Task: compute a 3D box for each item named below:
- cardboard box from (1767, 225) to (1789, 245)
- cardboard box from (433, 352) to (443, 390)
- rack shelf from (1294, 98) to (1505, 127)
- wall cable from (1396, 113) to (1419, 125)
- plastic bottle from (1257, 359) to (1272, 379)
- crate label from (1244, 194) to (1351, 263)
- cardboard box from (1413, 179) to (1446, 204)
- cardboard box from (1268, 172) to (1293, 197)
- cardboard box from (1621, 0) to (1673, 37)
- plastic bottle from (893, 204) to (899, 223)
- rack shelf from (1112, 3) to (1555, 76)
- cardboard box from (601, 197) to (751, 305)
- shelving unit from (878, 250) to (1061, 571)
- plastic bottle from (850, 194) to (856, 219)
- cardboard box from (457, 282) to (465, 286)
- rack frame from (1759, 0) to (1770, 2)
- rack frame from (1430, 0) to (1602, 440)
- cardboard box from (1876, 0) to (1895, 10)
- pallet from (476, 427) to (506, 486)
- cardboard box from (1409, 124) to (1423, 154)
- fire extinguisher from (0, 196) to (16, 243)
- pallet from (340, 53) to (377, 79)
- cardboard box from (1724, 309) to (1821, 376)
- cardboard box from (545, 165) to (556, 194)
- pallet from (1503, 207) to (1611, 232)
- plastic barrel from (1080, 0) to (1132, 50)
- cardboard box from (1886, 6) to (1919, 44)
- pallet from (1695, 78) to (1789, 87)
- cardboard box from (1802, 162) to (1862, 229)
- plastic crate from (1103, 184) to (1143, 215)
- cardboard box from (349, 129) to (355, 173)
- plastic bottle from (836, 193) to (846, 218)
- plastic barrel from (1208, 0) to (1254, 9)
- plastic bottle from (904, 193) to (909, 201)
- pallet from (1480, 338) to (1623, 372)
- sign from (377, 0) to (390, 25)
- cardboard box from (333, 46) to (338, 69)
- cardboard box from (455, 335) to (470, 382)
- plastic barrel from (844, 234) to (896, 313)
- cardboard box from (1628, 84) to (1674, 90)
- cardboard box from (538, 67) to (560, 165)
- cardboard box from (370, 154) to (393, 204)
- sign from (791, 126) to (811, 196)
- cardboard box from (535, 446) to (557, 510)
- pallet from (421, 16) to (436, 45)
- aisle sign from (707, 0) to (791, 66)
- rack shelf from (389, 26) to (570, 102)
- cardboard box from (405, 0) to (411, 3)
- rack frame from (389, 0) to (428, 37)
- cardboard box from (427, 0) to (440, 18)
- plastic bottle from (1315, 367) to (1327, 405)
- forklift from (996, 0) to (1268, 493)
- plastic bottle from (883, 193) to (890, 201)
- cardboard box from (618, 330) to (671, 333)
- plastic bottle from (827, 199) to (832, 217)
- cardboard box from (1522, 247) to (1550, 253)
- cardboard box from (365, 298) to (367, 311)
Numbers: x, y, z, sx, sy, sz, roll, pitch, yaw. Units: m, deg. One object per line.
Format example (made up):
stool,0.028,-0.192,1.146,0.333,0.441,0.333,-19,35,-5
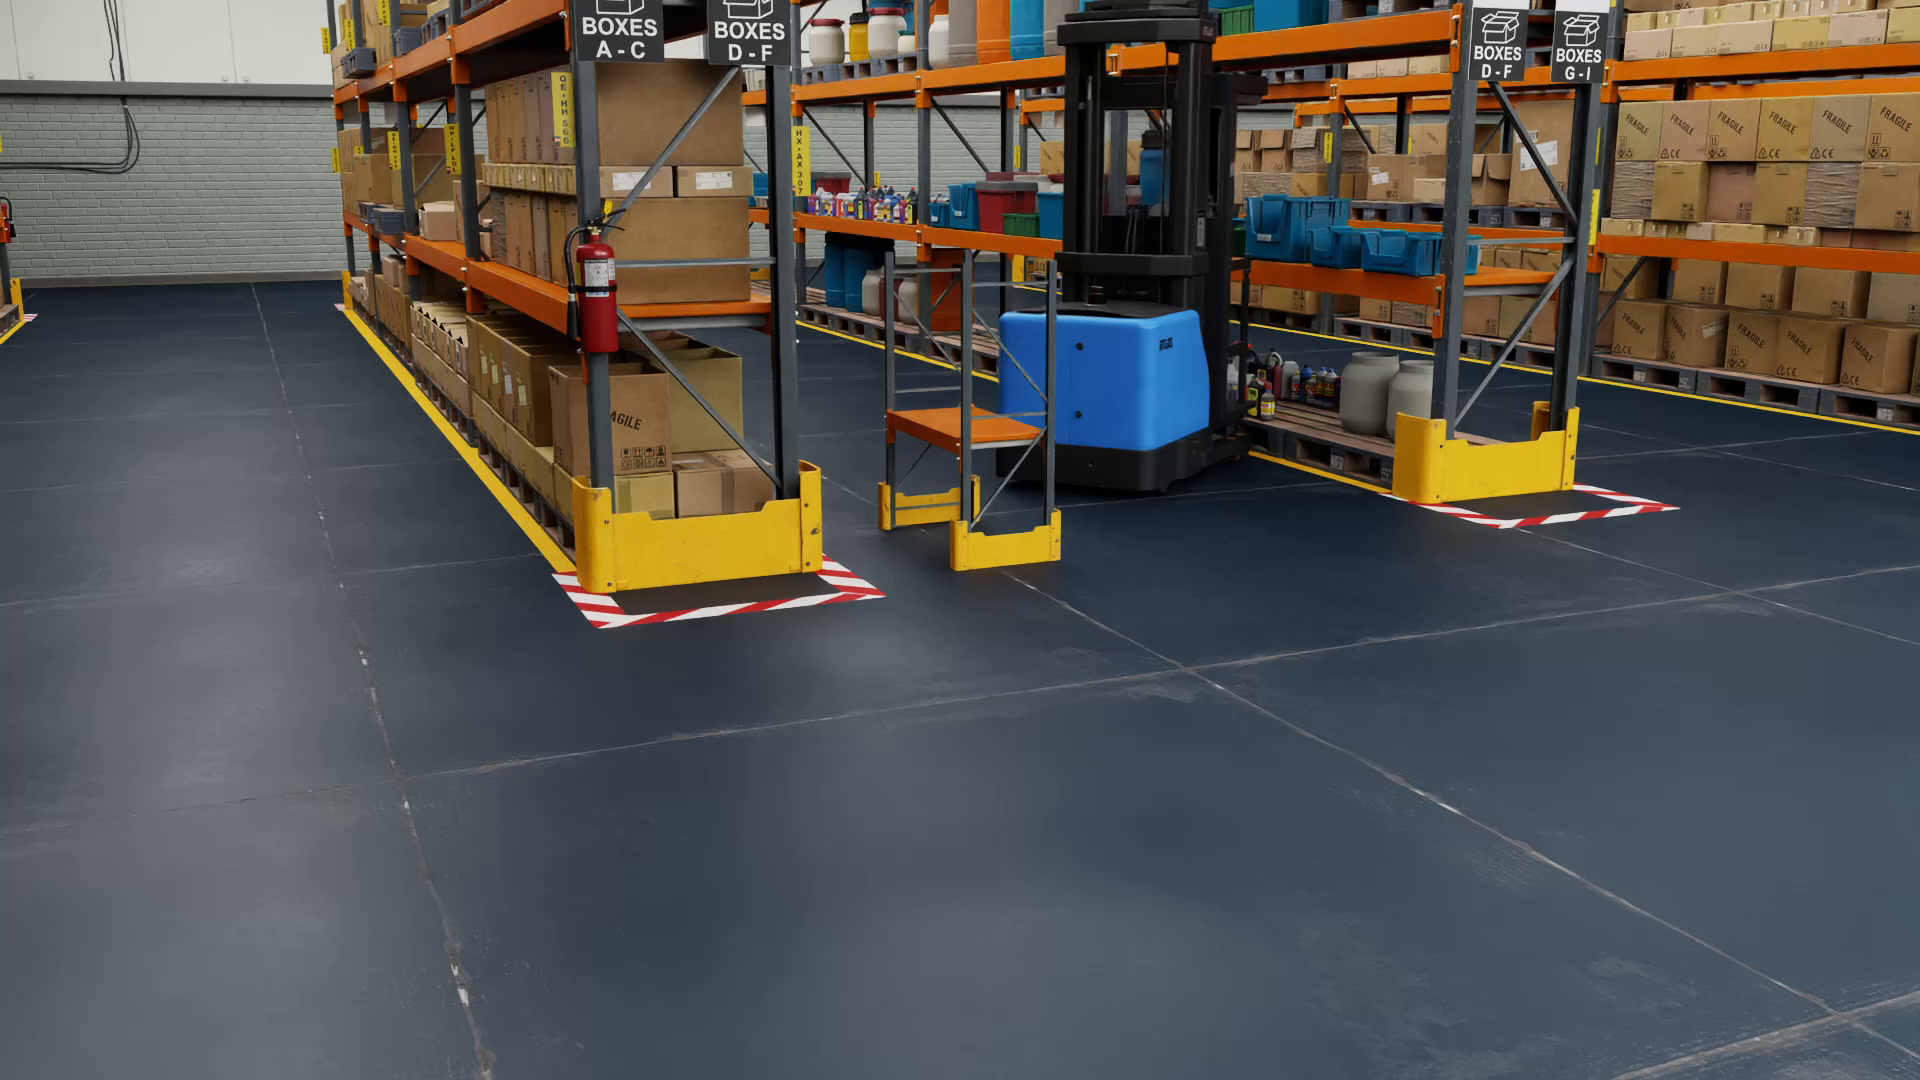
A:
cardboard box,6.766,-2.470,13.445,0.380,0.149,0.250,-6,14,-23
cardboard box,-3.918,-1.366,13.285,0.500,0.250,0.500,-5,14,-22
rack shelf,6.780,-6.624,25.780,1.077,0.370,4.000,-6,14,-23
wall cable,9.489,-8.182,35.318,0.588,1.984,0.122,-6,14,-23
plastic bottle,2.308,-1.235,12.604,0.061,0.283,0.133,-6,14,-23
crate label,2.280,-2.119,11.295,0.502,0.435,0.616,-6,14,-23
cardboard box,5.059,-3.611,17.219,0.500,0.250,0.500,-6,14,-25
cardboard box,3.980,-4.078,19.615,0.500,0.500,0.500,-6,14,-23
cardboard box,6.103,-4.842,15.326,0.797,0.503,0.637,-6,14,-26
plastic bottle,-0.653,-3.440,17.523,0.097,0.201,0.097,0,13,0
rack shelf,2.464,-3.270,11.290,1.077,0.370,4.000,-6,14,-23
cardboard box,-1.450,-1.446,8.242,0.700,0.500,0.500,-6,14,-23
shelving unit,0.031,-0.715,8.633,0.587,1.500,1.083,-6,14,-23
plastic bottle,-1.181,-3.747,18.691,0.097,0.271,0.097,0,13,0
cardboard box,-5.025,-2.388,17.102,0.500,0.500,0.500,-6,14,-25
rack frame,12.077,-8.490,25.597,1.000,3.000,0.127,-6,14,-23
rack frame,3.265,-1.746,9.761,1.000,3.000,0.127,-6,14,-23
cardboard box,7.092,-4.028,12.418,0.380,0.149,0.250,-5,14,-22
pallet,-2.597,-0.599,10.990,1.003,0.211,1.213,-6,14,-23
cardboard box,6.933,-5.959,24.868,0.500,0.500,0.500,-6,14,-25
fire extinguisher,-11.859,-4.010,20.543,0.296,0.674,0.183,-6,14,-23
pallet,-5.885,-5.007,17.617,1.213,0.211,1.003,-6,14,-23
cardboard box,6.882,-1.681,14.095,0.500,0.500,0.500,-7,15,-28
cardboard box,-2.016,-1.939,8.935,0.380,0.149,0.250,-5,14,-21
pallet,6.028,-3.097,16.026,1.003,0.211,1.213,-6,14,-23
plastic barrel,1.260,-4.363,13.306,0.600,0.901,0.708,-6,14,-23
cardboard box,7.175,-3.761,12.149,0.500,0.250,0.500,-6,14,-23
pallet,9.490,-5.514,19.810,1.213,0.211,1.003,-5,14,-20
cardboard box,7.137,-2.703,13.014,0.875,0.500,0.500,-6,14,-23
plastic crate,1.188,-2.676,13.638,0.402,0.464,0.583,-6,14,-23
cardboard box,-6.931,-4.605,19.676,0.500,0.500,0.500,-6,14,-23
plastic bottle,-1.335,-3.843,19.099,0.152,0.276,0.135,-6,14,-23
plastic barrel,1.963,-4.267,11.960,0.600,0.901,0.708,-6,14,-23
plastic bottle,-0.593,-3.857,19.158,0.152,0.276,0.135,-6,14,-23
pallet,5.888,-1.822,16.274,1.003,0.211,1.213,-6,14,-23
sign,-4.978,-4.617,14.366,0.100,0.325,0.005,-6,14,-23
cardboard box,-7.523,-6.003,20.727,0.500,0.250,0.500,-6,14,-23
cardboard box,-3.302,-1.322,11.851,0.500,0.311,0.500,-6,14,-23
plastic barrel,-1.056,-3.147,19.538,0.600,0.901,0.708,-6,14,-23
cardboard box,8.722,-5.878,20.742,0.500,0.500,0.500,-6,14,-23
cardboard box,-1.890,-2.301,9.060,0.700,0.500,0.500,-6,14,-23
cardboard box,-5.763,-3.777,17.386,0.700,0.500,0.500,-3,13,-14
sign,-0.764,-1.809,7.936,0.100,0.325,0.005,-6,14,-23
cardboard box,-1.972,-0.351,8.899,0.500,0.250,0.500,-6,14,-23
pallet,-3.675,-3.959,13.088,1.003,0.211,1.213,-5,14,-20
aisle sign,-0.968,-2.580,7.599,0.394,0.787,0.004,-6,14,-23
rack shelf,-3.678,-3.650,12.930,1.077,0.370,4.000,-6,14,-23
cardboard box,-4.853,-5.145,15.358,0.500,0.500,0.500,-6,14,-23
rack frame,-4.480,-5.875,14.296,1.000,3.000,0.127,-6,14,-23
cardboard box,-4.246,-4.456,14.221,0.500,0.250,0.500,-7,15,-27
plastic bottle,2.647,-1.125,12.155,0.097,0.271,0.097,0,13,0
forklift,1.343,-1.995,10.989,1.130,2.935,3.031,7,15,26
plastic bottle,-0.846,-3.915,19.421,0.097,0.271,0.097,0,13,0
cardboard box,-2.098,-1.073,10.356,0.500,0.500,0.500,-6,14,-23
plastic bottle,-1.499,-3.876,19.406,0.097,0.201,0.097,0,13,0
cardboard box,8.051,-4.060,22.708,0.500,0.250,0.500,-5,14,-21
cardboard box,-6.775,-2.768,19.525,0.380,0.149,0.250,-6,14,-23
